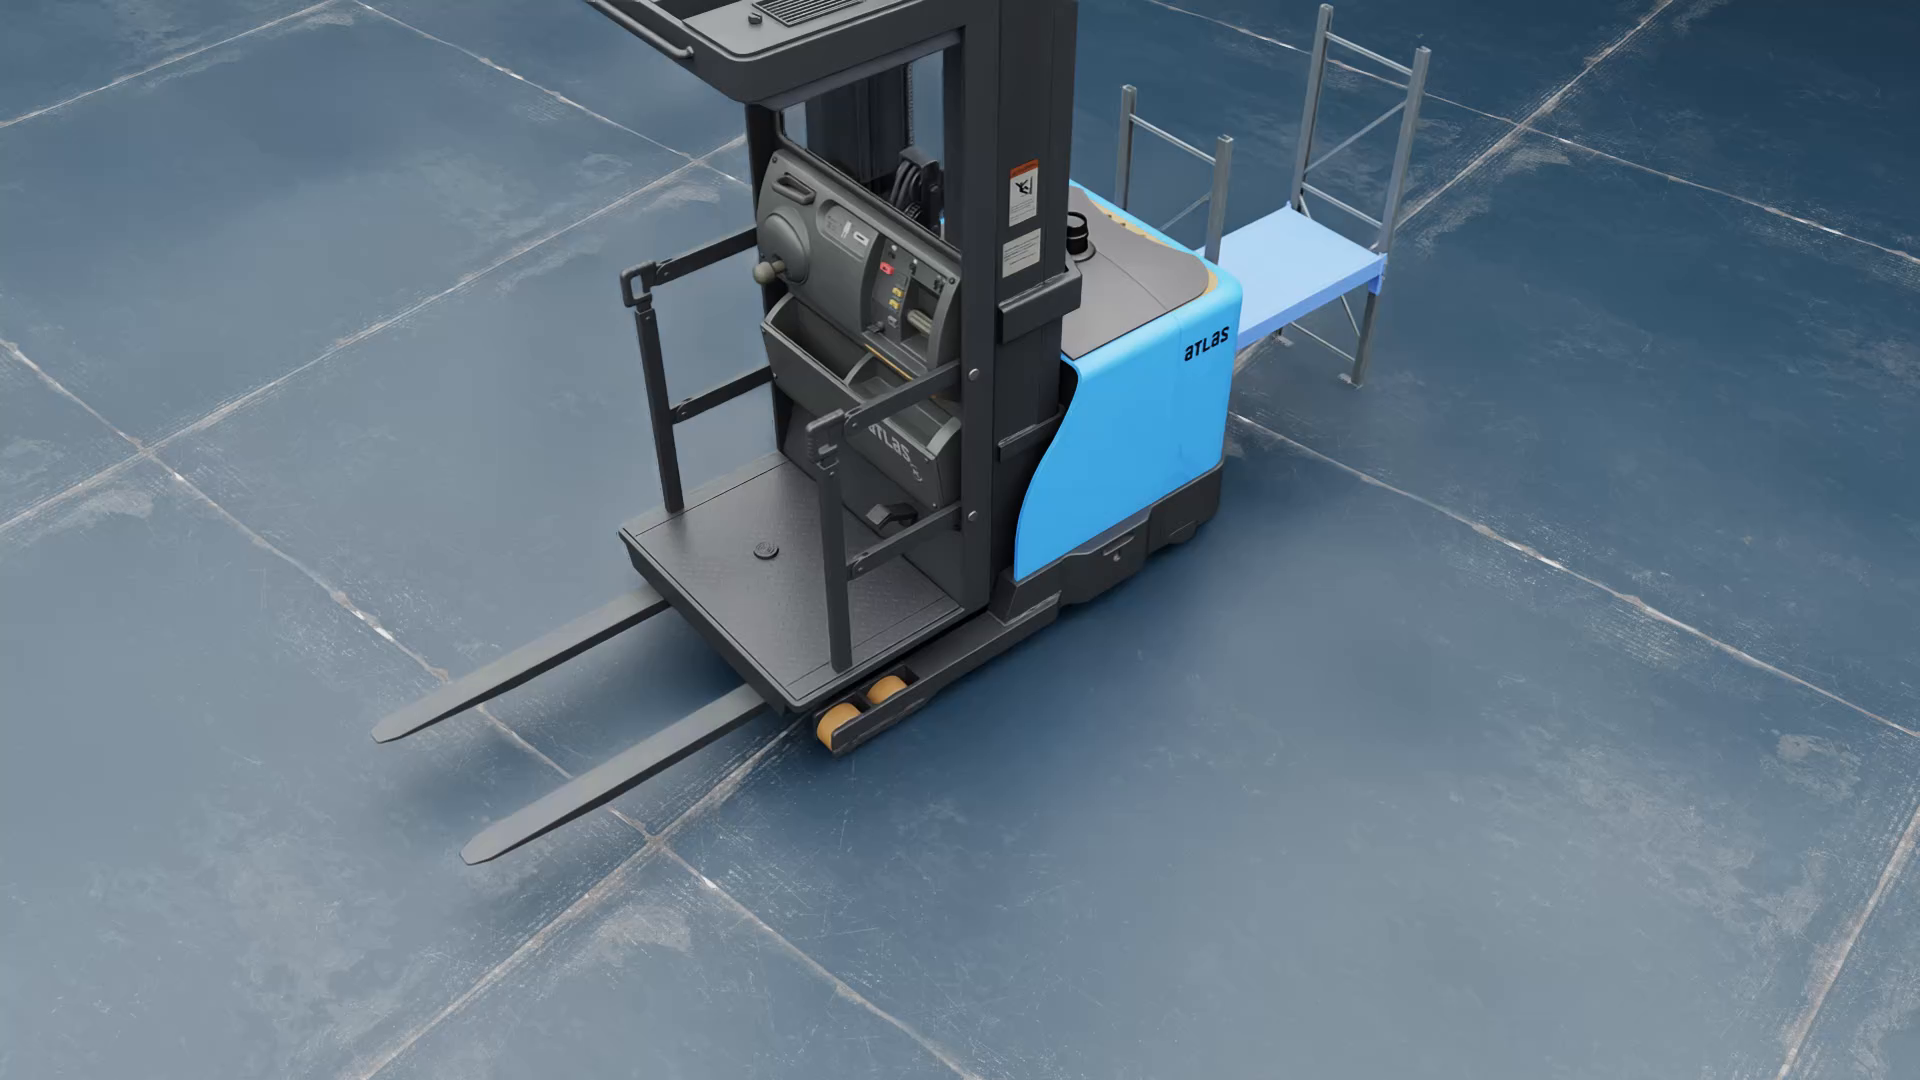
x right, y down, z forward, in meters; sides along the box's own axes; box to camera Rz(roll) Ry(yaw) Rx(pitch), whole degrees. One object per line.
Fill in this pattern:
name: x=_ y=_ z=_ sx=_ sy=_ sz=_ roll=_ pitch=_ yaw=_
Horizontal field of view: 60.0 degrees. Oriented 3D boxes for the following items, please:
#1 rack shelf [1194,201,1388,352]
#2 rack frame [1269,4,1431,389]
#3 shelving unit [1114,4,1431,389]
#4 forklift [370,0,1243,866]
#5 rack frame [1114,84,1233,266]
rack shelf: x=1.123 y=-0.970 z=6.469 sx=1.000 sy=0.185 sz=0.538 roll=-29 pitch=50 yaw=-28
rack frame: x=1.516 y=-1.320 z=6.587 sx=0.032 sy=1.500 sz=0.500 roll=-29 pitch=50 yaw=-28
shelving unit: x=1.123 y=-1.103 z=6.348 sx=1.048 sy=1.500 sz=0.538 roll=-29 pitch=50 yaw=-28
forklift: x=-0.483 y=-0.785 z=4.935 sx=3.031 sy=2.935 sz=1.130 roll=-29 pitch=50 yaw=-28
rack frame: x=0.730 y=-0.886 z=6.109 sx=0.032 sy=1.500 sz=0.500 roll=-29 pitch=50 yaw=-28
